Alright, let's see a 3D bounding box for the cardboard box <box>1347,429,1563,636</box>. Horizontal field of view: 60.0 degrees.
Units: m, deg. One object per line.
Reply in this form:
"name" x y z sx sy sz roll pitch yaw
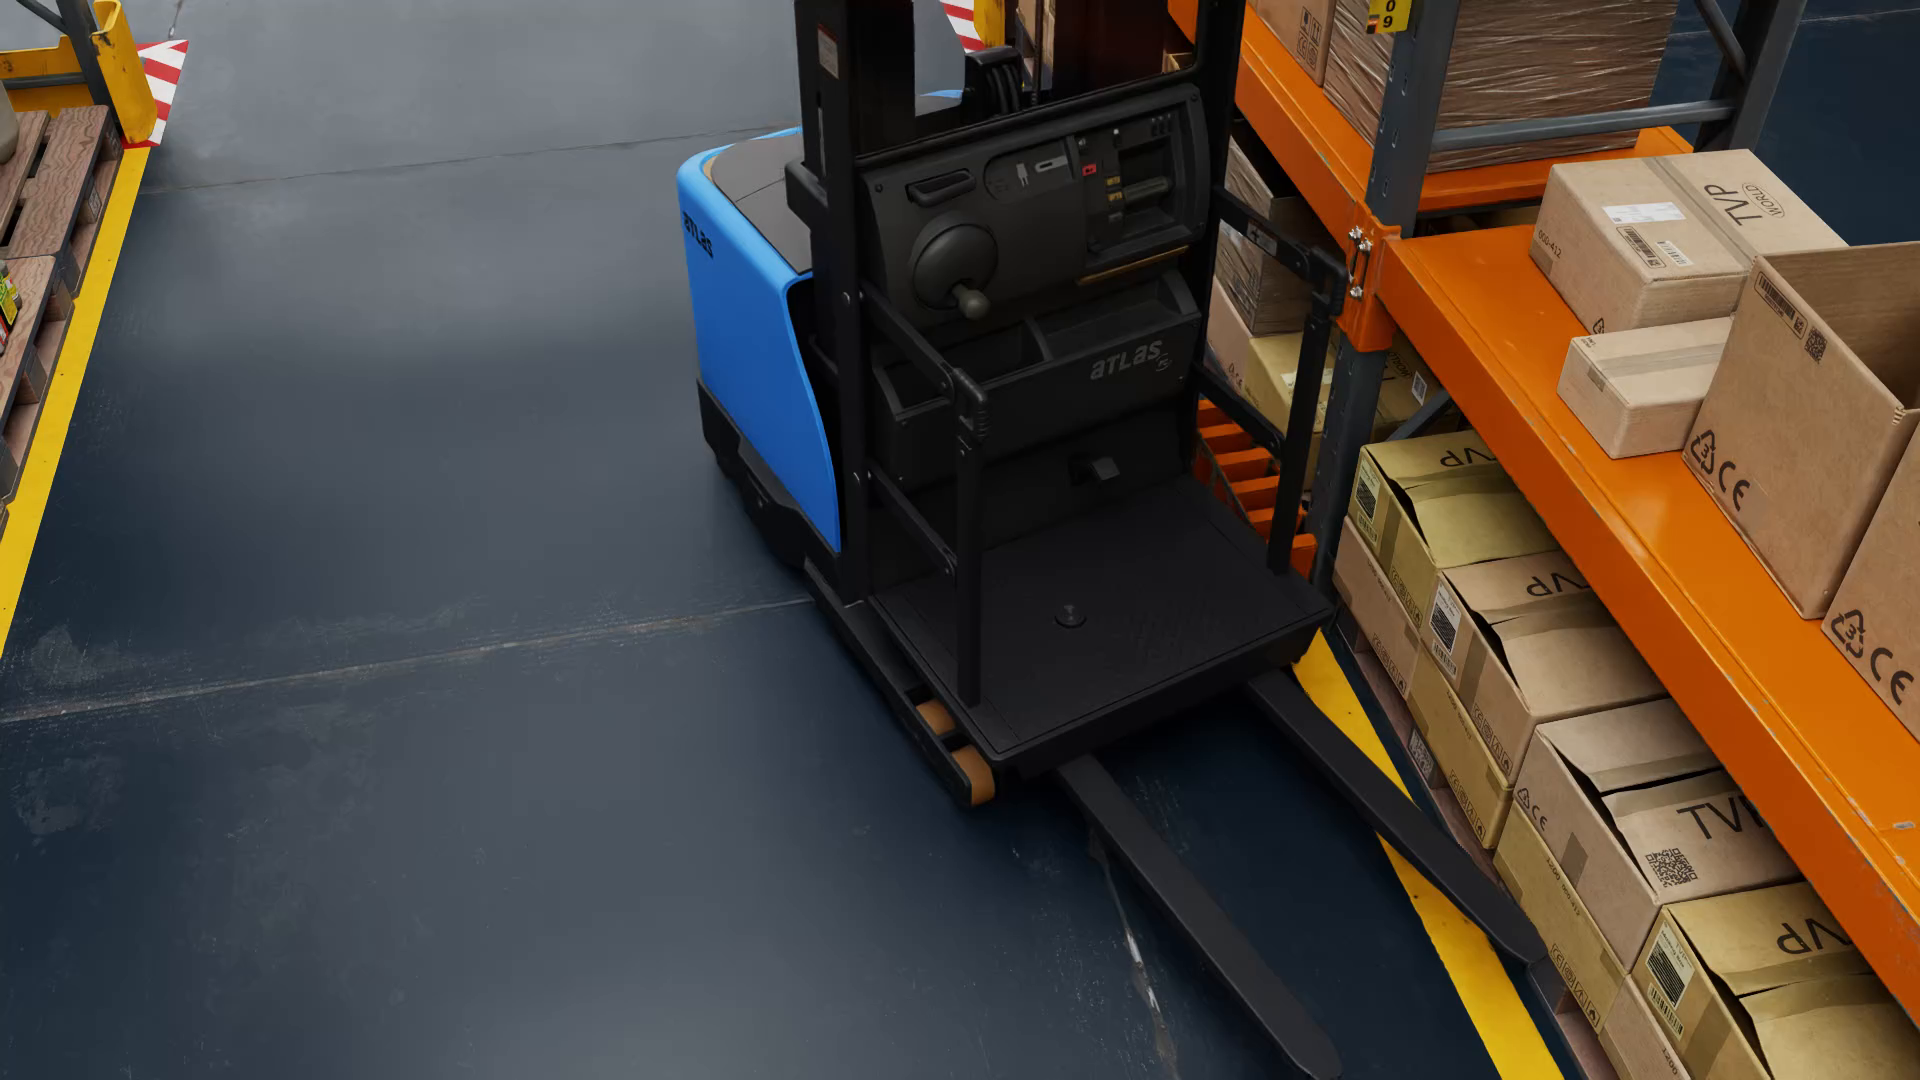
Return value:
"cardboard box" 1.373 -0.060 4.390 0.500 0.311 0.500 -8 42 -9

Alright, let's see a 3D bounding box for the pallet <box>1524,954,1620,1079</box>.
"pallet" 1.991 1.282 3.646 1.003 0.211 1.213 -8 42 -9

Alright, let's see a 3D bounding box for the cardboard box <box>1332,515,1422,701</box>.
"cardboard box" 1.372 0.143 4.584 0.500 0.250 0.500 -9 42 -10

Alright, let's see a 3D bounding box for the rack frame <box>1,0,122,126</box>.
"rack frame" -4.174 -2.910 6.269 1.000 3.000 0.127 -8 42 -9

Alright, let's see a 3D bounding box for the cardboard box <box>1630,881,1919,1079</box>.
"cardboard box" 1.706 0.937 3.268 0.500 0.311 0.500 -7 42 -8

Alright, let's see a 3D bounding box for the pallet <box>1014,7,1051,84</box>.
"pallet" 0.870 -2.085 7.440 1.003 0.211 1.213 -8 42 -9

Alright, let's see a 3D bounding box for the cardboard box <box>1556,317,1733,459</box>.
"cardboard box" 1.519 -0.327 3.548 0.380 0.149 0.250 -8 42 -9

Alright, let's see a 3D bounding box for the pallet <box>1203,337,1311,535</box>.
"pallet" 1.396 -0.504 5.658 1.003 0.211 1.213 -8 42 -9

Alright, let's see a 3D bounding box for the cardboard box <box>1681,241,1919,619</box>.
"cardboard box" 1.791 -0.221 3.164 0.500 0.500 0.500 -6 42 -6

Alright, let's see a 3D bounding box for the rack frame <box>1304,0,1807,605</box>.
"rack frame" 1.527 -1.025 4.145 1.000 3.000 0.127 -8 42 -9

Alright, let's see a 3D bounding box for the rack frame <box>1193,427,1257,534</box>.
"rack frame" 0.771 -0.145 5.133 0.006 0.240 1.200 -10 50 -16

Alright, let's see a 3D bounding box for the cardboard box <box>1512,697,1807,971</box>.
"cardboard box" 1.589 0.601 3.646 0.500 0.311 0.500 -10 43 -11

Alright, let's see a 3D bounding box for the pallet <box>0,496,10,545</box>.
"pallet" -3.415 0.284 4.771 1.003 0.211 1.213 -8 42 -9

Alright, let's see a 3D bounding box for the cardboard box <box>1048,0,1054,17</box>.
"cardboard box" 0.672 -2.324 6.798 0.500 0.500 0.500 -8 42 -9

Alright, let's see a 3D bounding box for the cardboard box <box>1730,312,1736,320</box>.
"cardboard box" 1.896 -0.431 3.577 0.396 0.266 0.258 -9 42 -10

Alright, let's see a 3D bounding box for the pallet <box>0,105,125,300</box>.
"pallet" -3.941 -1.298 6.553 1.003 0.211 1.213 -8 42 -9

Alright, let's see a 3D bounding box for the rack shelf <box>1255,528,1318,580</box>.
"rack shelf" 0.953 0.070 4.964 0.180 0.258 0.103 -10 50 -16

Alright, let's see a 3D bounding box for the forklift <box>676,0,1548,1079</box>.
"forklift" 0.317 -0.734 3.869 1.130 2.935 3.031 -21 46 -22

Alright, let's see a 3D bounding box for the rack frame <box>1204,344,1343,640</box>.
"rack frame" 0.944 -0.174 5.183 0.006 0.240 1.200 -10 50 -16

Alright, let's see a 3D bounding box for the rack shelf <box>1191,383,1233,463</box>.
"rack shelf" 0.772 -0.367 5.333 0.180 0.258 0.103 -10 50 -16

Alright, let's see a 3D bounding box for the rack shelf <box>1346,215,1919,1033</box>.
"rack shelf" 1.959 0.541 2.923 1.077 0.370 4.000 -8 42 -9

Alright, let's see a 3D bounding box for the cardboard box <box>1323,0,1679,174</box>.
"cardboard box" 1.425 -1.349 4.435 0.700 0.500 0.500 -9 42 -10

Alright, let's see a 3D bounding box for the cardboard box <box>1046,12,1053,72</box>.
"cardboard box" 0.674 -2.043 7.047 0.500 0.250 0.500 -8 42 -9

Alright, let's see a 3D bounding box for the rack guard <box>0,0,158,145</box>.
"rack guard" -4.111 -1.933 7.051 1.175 0.500 0.348 -8 42 -9

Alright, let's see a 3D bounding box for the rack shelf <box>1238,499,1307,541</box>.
"rack shelf" 0.917 -0.017 5.038 0.180 0.258 0.103 -10 50 -16

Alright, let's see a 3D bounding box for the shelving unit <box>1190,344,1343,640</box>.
"shelving unit" 0.858 -0.160 5.158 0.189 0.258 1.200 -10 50 -16

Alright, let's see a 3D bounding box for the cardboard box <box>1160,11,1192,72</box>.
"cardboard box" 0.883 -1.675 6.067 0.500 0.500 0.500 -8 42 -9

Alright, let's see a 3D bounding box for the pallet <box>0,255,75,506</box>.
"pallet" -3.681 -0.508 5.664 1.003 0.211 1.213 -8 42 -9

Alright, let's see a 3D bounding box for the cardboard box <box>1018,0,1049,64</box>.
"cardboard box" 0.562 -2.367 7.412 0.500 0.250 0.500 -8 42 -9

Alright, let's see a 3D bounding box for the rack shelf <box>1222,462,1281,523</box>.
"rack shelf" 0.881 -0.104 5.111 0.180 0.258 0.103 -10 50 -16

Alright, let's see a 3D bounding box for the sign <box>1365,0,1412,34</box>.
"sign" 0.985 -1.298 3.741 0.100 0.325 0.005 -8 42 -9

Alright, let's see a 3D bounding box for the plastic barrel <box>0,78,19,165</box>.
"plastic barrel" -3.957 -1.721 6.487 0.421 0.512 0.421 0 42 0

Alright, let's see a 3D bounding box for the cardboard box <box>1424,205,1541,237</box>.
"cardboard box" 1.733 -0.780 5.059 0.500 0.500 0.500 -8 42 -9

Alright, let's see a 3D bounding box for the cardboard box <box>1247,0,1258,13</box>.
"cardboard box" 1.200 -2.016 5.186 0.700 0.500 0.500 -8 42 -9

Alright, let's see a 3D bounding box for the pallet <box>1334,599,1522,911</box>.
"pallet" 1.724 0.490 4.539 1.003 0.211 1.213 -8 42 -9

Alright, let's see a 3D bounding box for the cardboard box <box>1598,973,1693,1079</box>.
"cardboard box" 1.705 1.140 3.461 0.500 0.250 0.500 -8 42 -8

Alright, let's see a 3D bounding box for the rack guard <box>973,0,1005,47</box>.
"rack guard" 0.658 -2.699 7.913 1.175 0.500 0.348 -8 42 -9

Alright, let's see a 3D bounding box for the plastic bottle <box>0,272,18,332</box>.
"plastic bottle" -3.306 -0.858 5.672 0.061 0.283 0.133 -7 42 -8

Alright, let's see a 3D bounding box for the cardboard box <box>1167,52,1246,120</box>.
"cardboard box" 1.005 -1.353 5.704 0.500 0.500 0.500 -8 42 -9

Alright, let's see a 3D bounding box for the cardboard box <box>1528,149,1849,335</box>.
"cardboard box" 1.676 -0.656 3.842 0.500 0.250 0.500 -6 42 -7

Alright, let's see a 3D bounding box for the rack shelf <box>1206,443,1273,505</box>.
"rack shelf" 0.844 -0.192 5.185 0.180 0.258 0.103 -10 50 -16

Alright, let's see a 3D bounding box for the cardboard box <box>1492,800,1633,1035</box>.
"cardboard box" 1.596 0.810 3.833 0.500 0.250 0.500 -10 42 -11

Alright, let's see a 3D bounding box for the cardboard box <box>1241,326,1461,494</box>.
"cardboard box" 1.214 -0.423 5.222 0.500 0.250 0.500 -8 42 -9

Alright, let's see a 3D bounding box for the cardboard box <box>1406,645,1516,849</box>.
"cardboard box" 1.481 0.475 4.210 0.500 0.250 0.500 -7 42 -8

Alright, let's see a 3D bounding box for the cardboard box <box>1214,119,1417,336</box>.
"cardboard box" 1.117 -1.029 5.340 0.500 0.500 0.500 -8 42 -9

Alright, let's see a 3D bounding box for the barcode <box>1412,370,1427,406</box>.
"barcode" 1.176 -0.389 4.257 0.001 0.075 0.075 -8 42 -9

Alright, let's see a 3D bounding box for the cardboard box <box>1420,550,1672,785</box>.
"cardboard box" 1.476 0.265 4.024 0.500 0.311 0.500 -9 42 -10

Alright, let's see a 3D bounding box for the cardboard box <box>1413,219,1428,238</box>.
"cardboard box" 1.617 -1.103 5.423 0.500 0.500 0.500 -8 42 -9

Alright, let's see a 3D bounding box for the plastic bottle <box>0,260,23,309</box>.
"plastic bottle" -3.349 -0.901 5.782 0.097 0.201 0.097 0 42 0

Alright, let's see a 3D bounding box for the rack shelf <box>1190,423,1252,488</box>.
"rack shelf" 0.808 -0.279 5.259 0.180 0.258 0.103 -10 50 -16

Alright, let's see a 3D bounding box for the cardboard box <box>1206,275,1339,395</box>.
"cardboard box" 1.115 -0.748 5.589 0.500 0.250 0.500 -8 42 -9

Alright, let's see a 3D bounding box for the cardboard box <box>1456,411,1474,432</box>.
"cardboard box" 1.723 -0.498 5.306 0.500 0.250 0.500 -8 42 -9

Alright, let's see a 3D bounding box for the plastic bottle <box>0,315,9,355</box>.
"plastic bottle" -3.322 -0.761 5.569 0.152 0.276 0.135 -8 42 -9

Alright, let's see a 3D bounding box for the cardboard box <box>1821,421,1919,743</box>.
"cardboard box" 1.899 0.104 2.798 0.500 0.500 0.500 -8 42 -9

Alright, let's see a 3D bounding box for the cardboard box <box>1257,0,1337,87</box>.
"cardboard box" 1.305 -1.690 4.819 0.700 0.500 0.500 -9 42 -10

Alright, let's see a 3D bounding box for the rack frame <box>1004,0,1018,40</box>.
"rack frame" 0.664 -3.618 7.066 1.000 3.000 0.127 -8 42 -9

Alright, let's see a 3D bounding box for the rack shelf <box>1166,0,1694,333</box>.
"rack shelf" 1.095 -2.052 5.844 1.077 0.370 4.000 -8 42 -9
